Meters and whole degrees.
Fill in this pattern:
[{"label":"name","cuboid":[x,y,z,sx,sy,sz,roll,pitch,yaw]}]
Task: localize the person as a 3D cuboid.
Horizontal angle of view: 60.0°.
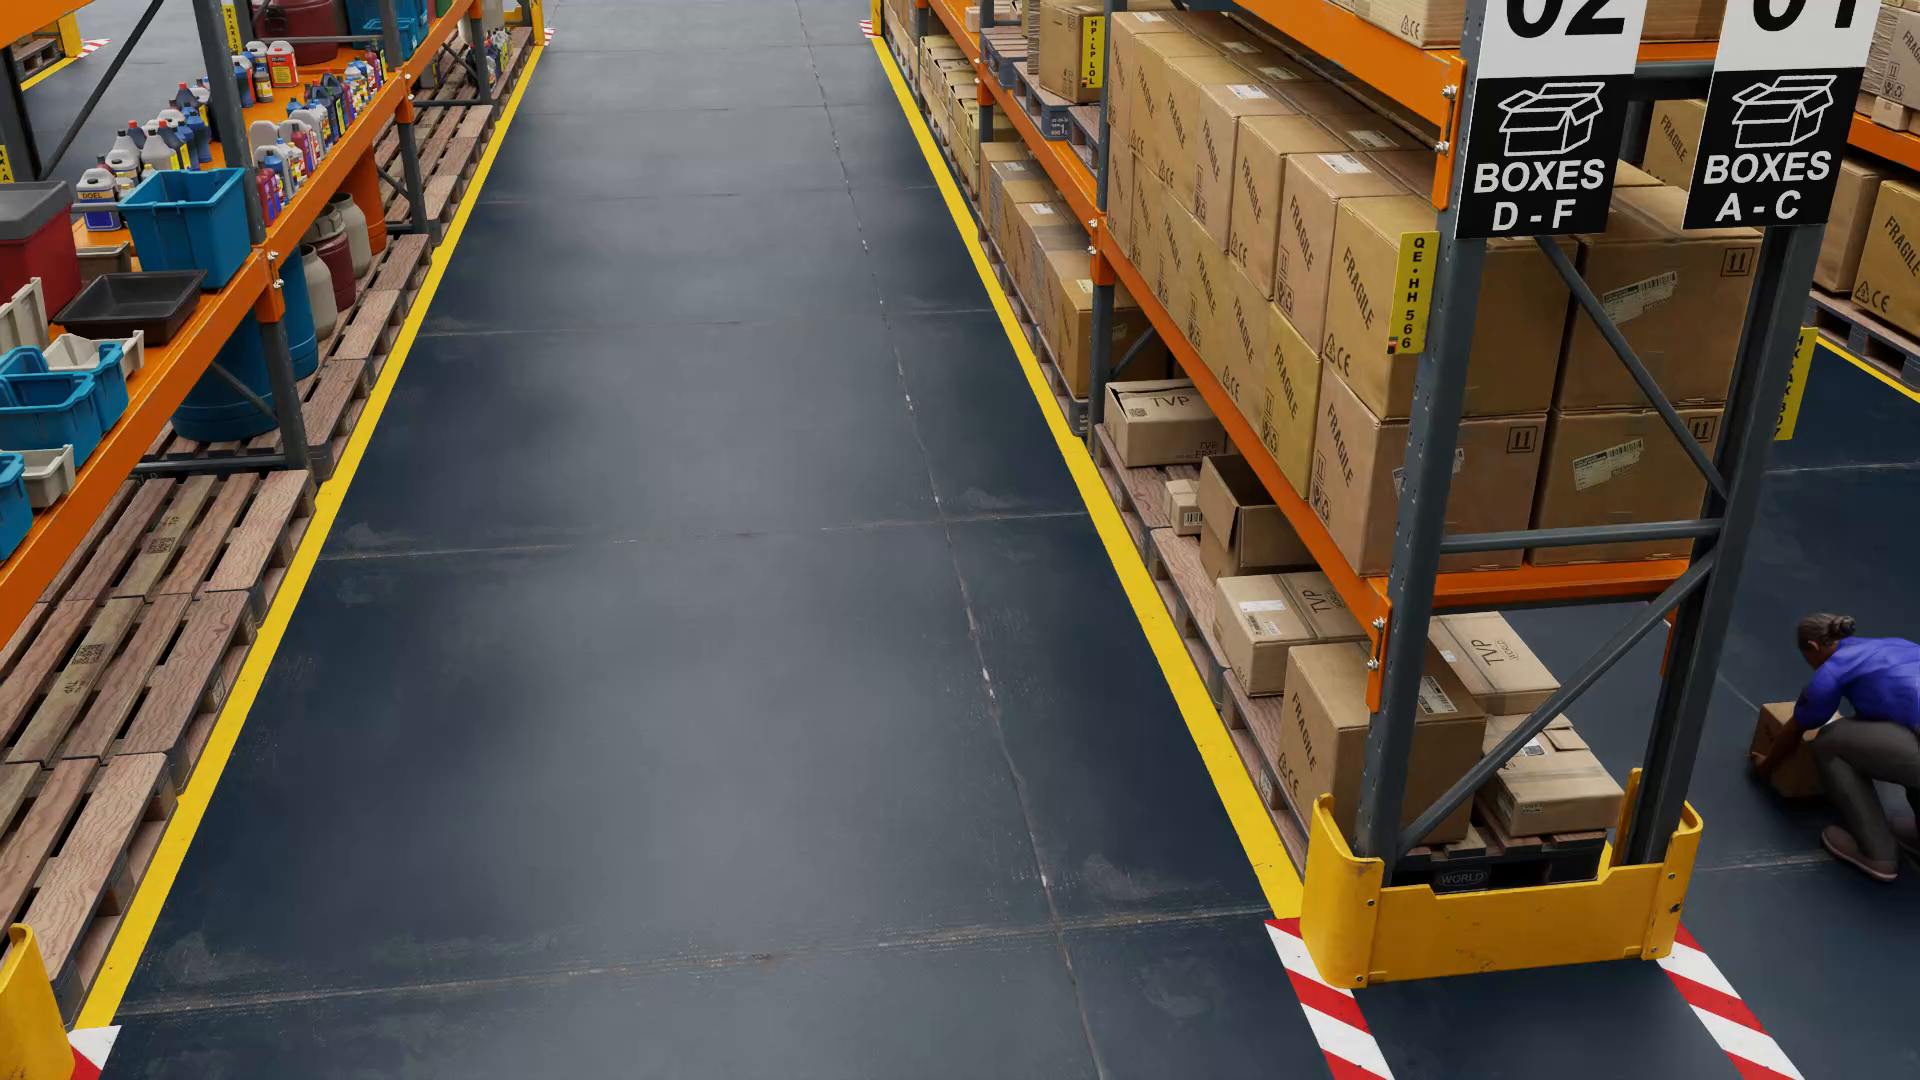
[{"label":"person","cuboid":[3.199,0.717,5.772,0.461,0.769,0.871,-7,28,-13]}]
